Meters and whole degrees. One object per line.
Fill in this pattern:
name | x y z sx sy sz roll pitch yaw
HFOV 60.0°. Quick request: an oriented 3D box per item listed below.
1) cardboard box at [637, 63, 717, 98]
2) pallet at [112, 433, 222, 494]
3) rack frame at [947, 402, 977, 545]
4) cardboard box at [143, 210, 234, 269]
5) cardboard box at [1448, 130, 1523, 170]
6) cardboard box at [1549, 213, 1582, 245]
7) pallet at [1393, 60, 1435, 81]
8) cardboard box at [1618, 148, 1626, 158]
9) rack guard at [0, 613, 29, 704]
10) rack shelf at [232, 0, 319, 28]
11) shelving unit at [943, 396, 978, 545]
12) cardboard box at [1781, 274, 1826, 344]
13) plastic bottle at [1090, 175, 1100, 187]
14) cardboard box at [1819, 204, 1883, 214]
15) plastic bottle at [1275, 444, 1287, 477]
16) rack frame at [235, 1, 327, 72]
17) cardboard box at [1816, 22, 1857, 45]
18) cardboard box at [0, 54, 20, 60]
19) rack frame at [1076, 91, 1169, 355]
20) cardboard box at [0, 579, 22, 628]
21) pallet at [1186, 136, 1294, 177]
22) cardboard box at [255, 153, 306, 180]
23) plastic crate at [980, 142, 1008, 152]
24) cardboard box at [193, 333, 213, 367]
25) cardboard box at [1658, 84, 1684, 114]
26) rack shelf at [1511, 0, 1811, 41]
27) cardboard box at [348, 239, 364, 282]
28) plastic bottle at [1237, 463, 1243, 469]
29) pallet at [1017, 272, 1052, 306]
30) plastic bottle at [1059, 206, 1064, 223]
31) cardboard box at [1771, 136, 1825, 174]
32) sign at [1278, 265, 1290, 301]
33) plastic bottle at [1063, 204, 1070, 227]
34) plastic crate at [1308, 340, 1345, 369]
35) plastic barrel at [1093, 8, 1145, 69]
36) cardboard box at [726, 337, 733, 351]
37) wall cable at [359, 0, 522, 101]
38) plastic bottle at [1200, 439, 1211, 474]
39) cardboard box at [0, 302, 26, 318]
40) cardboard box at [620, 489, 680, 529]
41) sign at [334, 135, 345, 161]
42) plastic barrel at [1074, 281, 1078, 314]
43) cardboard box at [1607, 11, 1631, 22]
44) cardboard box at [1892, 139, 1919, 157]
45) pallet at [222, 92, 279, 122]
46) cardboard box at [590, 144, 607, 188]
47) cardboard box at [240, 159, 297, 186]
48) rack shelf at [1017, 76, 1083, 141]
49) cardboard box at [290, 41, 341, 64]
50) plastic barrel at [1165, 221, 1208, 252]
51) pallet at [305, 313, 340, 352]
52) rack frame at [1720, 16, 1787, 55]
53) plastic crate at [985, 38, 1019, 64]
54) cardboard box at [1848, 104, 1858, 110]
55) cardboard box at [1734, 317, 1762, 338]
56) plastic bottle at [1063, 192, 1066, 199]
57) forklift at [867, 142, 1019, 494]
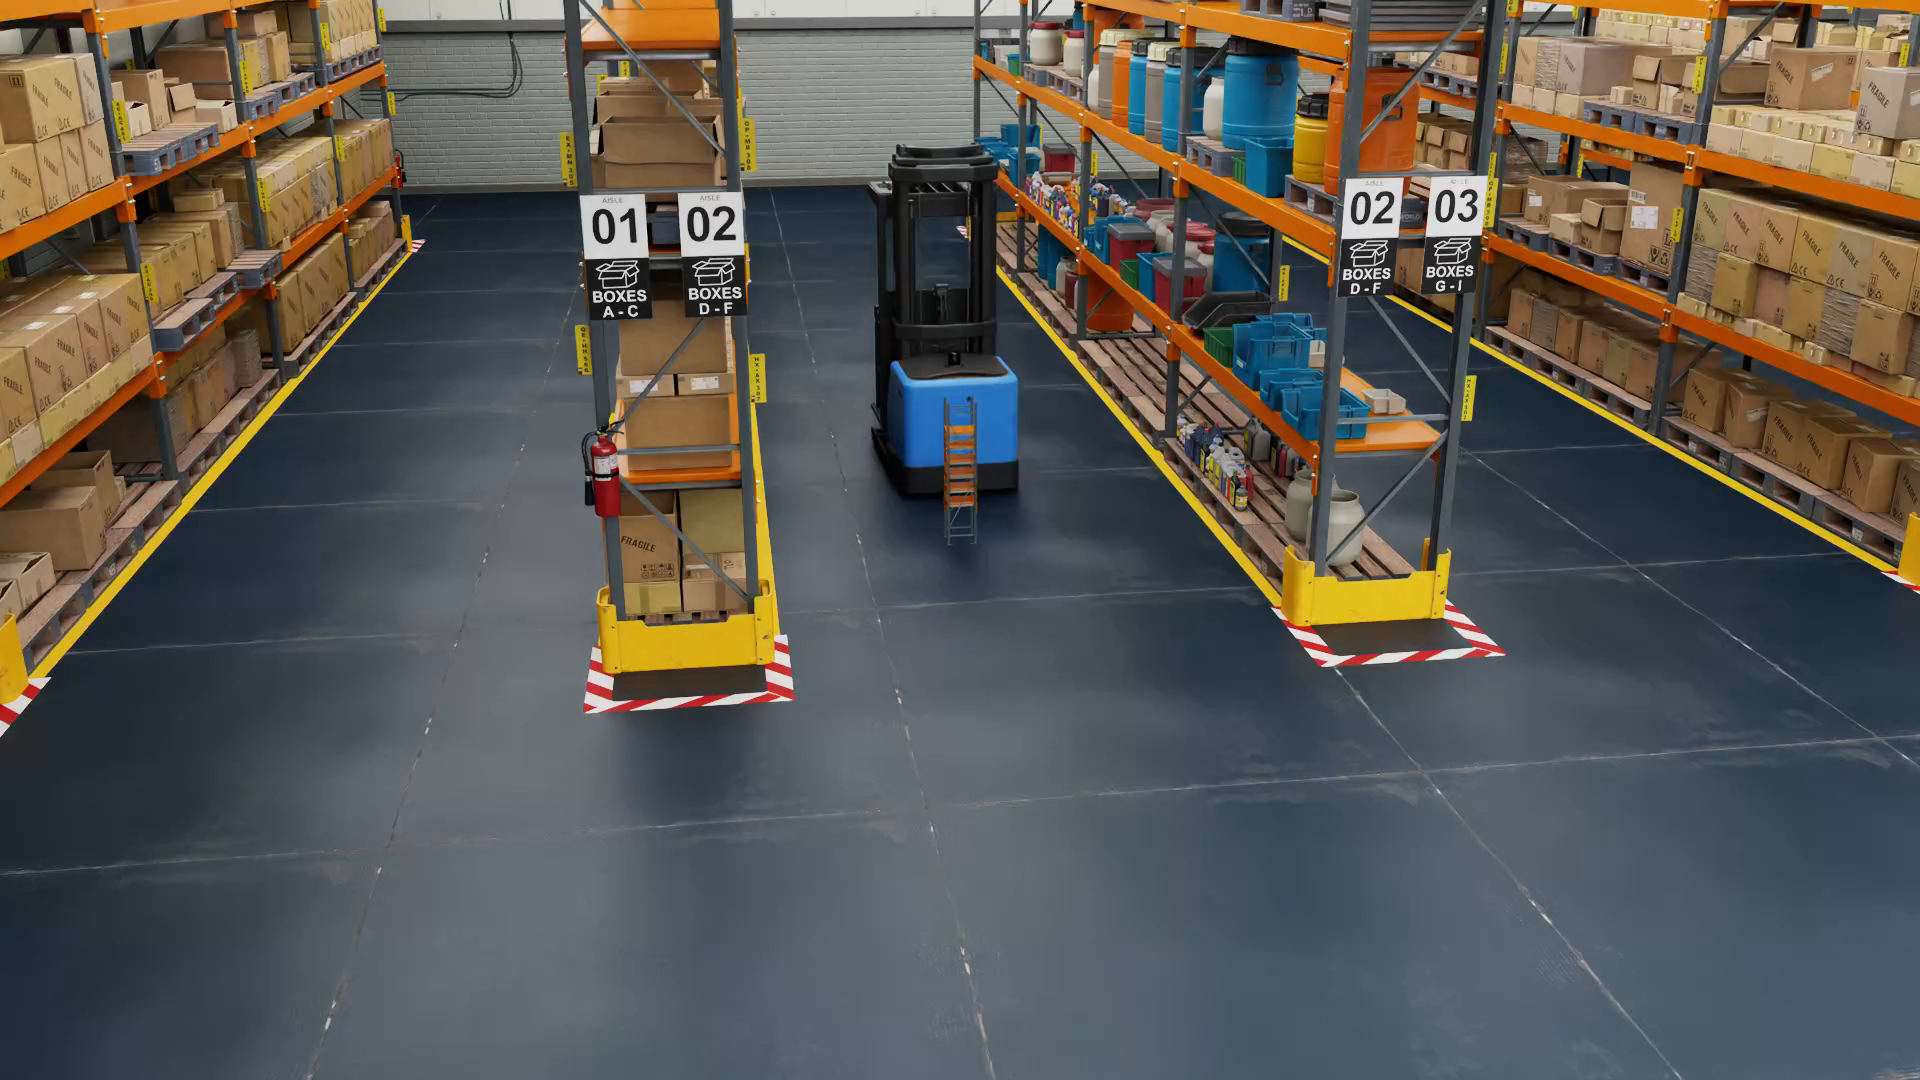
cardboard box | -3.127 -4.964 18.290 0.910 0.500 0.500 -3 21 -8
pallet | -7.469 -0.690 15.261 1.003 0.211 1.213 -3 21 -8
rack frame | 0.015 -0.525 13.408 0.240 1.200 0.006 -3 21 -8
cardboard box | -7.747 -3.010 16.717 0.700 0.500 0.500 -5 21 -13
cardboard box | 6.592 -4.858 20.858 0.797 0.503 0.637 -2 21 -6
cardboard box | 6.786 -3.396 18.135 0.500 0.250 0.500 -4 21 -9
pallet | 6.377 -6.247 22.140 0.805 0.209 1.217 -4 21 -10
cardboard box | 10.540 -6.062 26.019 0.380 0.149 0.250 -2 21 -6
rack guard | -6.790 0.803 10.852 1.175 0.500 0.348 -3 21 -8
rack shelf | -8.221 -6.090 18.760 1.077 0.370 4.000 -3 21 -8
shelving unit | 0.002 -0.557 13.493 0.258 1.200 0.189 -3 21 -8
cardboard box | 7.593 -1.985 14.176 0.875 0.500 0.500 -3 21 -8
plastic bottle | 1.778 -4.607 21.835 0.144 0.351 0.185 -3 21 -8
cardboard box | 7.831 -2.643 14.507 0.500 0.500 0.500 -3 21 -8
plastic bottle | 2.814 -0.711 14.587 0.061 0.283 0.133 -3 21 -8
rack frame | -8.509 -7.307 20.418 1.000 3.000 0.127 -3 21 -8
cardboard box | 11.174 -6.458 21.196 0.396 0.266 0.258 -3 21 -8
cardboard box | -7.568 -3.472 12.838 0.500 0.500 0.500 -2 21 -7
rack frame | 1.871 -3.611 19.098 1.000 3.000 0.127 -3 21 -8
cardboard box | -6.790 0.468 11.391 0.500 0.311 0.500 -5 21 -14
pallet | 2.648 -3.298 14.242 1.213 0.211 1.003 -3 21 -8
cardboard box | -7.977 -4.364 19.445 0.500 0.250 0.500 -3 21 -9
plastic crate | 0.523 -6.001 25.649 0.416 0.233 0.300 -3 21 -8
cardboard box | -7.678 -1.873 16.316 0.500 0.250 0.500 -3 21 -8
cardboard box | 7.115 -4.335 16.342 0.396 0.266 0.258 -2 21 -6
rack shelf | 7.061 -5.455 17.059 1.077 0.370 4.000 -3 21 -8
cardboard box | -8.515 -3.786 22.539 0.700 0.500 0.500 -3 21 -7
plastic bottle | 2.382 -0.565 14.313 0.097 0.201 0.097 0 20 0
pallet | 1.365 -3.421 22.573 1.003 0.211 1.213 -3 21 -8
plastic bottle | 1.261 -3.993 20.405 0.097 0.201 0.097 0 20 0
cardboard box | 7.303 -3.287 14.156 0.500 0.250 0.500 -4 21 -10
sign | 2.994 -2.380 15.405 0.100 0.325 0.005 -3 21 -8
plastic bottle | 1.303 -3.925 20.122 0.097 0.271 0.097 0 20 0
plastic crate | 2.933 -1.553 13.965 0.530 0.136 0.437 -3 21 -8
plastic barrel | 1.792 -5.611 18.951 0.600 0.830 0.708 -3 21 -8
cardboard box | -1.831 -1.355 11.988 0.380 0.149 0.250 -3 21 -9
wall cable | -9.547 -9.213 29.961 3.097 2.526 0.112 -3 21 -8
plastic bottle | 2.163 -0.735 14.650 0.061 0.283 0.133 -2 21 -5
cardboard box | -7.357 -1.492 12.537 0.500 0.500 0.500 -2 21 -6
cardboard box | -2.408 -0.369 12.675 0.500 0.500 0.500 -3 21 -8
sign | -7.973 -5.033 21.362 0.100 0.325 0.005 -3 21 -8
plastic barrel | 1.614 -3.002 20.422 0.421 0.512 0.421 0 20 0
cardboard box | 10.383 -8.207 26.046 0.380 0.149 0.250 -3 21 -7
cardboard box | 7.535 -3.056 12.969 0.380 0.149 0.250 -3 21 -7
pallet | -8.078 -4.649 17.858 1.213 0.211 1.003 -2 21 -5
cardboard box | -2.305 -2.575 11.452 0.500 0.250 0.500 -3 21 -8
cardboard box | -7.897 -4.188 18.972 0.500 0.250 0.500 -3 21 -7
rack shelf | 1.583 -5.372 20.553 1.077 0.370 4.000 -3 21 -8
cardboard box | -8.348 -6.328 21.555 0.500 0.250 0.500 -3 21 -8
plastic barrel | 2.359 -3.036 17.364 0.433 0.535 0.433 0 20 0
pallet | -8.144 -2.503 20.117 1.003 0.211 1.213 -3 21 -8
rack frame | 11.119 -8.272 23.001 1.000 3.000 0.127 -3 21 -8
plastic crate | 0.666 -7.214 24.547 0.504 0.338 0.767 -3 21 -8
cardboard box | 15.213 -7.465 27.845 0.500 0.500 0.500 -3 21 -9
cardboard box | 7.210 -1.922 14.933 0.380 0.149 0.250 -3 21 -8
plastic bottle | 1.312 -4.254 21.002 0.097 0.271 0.097 0 20 0
forklift | -0.254 -2.259 15.576 1.130 2.935 3.031 -4 21 -10
